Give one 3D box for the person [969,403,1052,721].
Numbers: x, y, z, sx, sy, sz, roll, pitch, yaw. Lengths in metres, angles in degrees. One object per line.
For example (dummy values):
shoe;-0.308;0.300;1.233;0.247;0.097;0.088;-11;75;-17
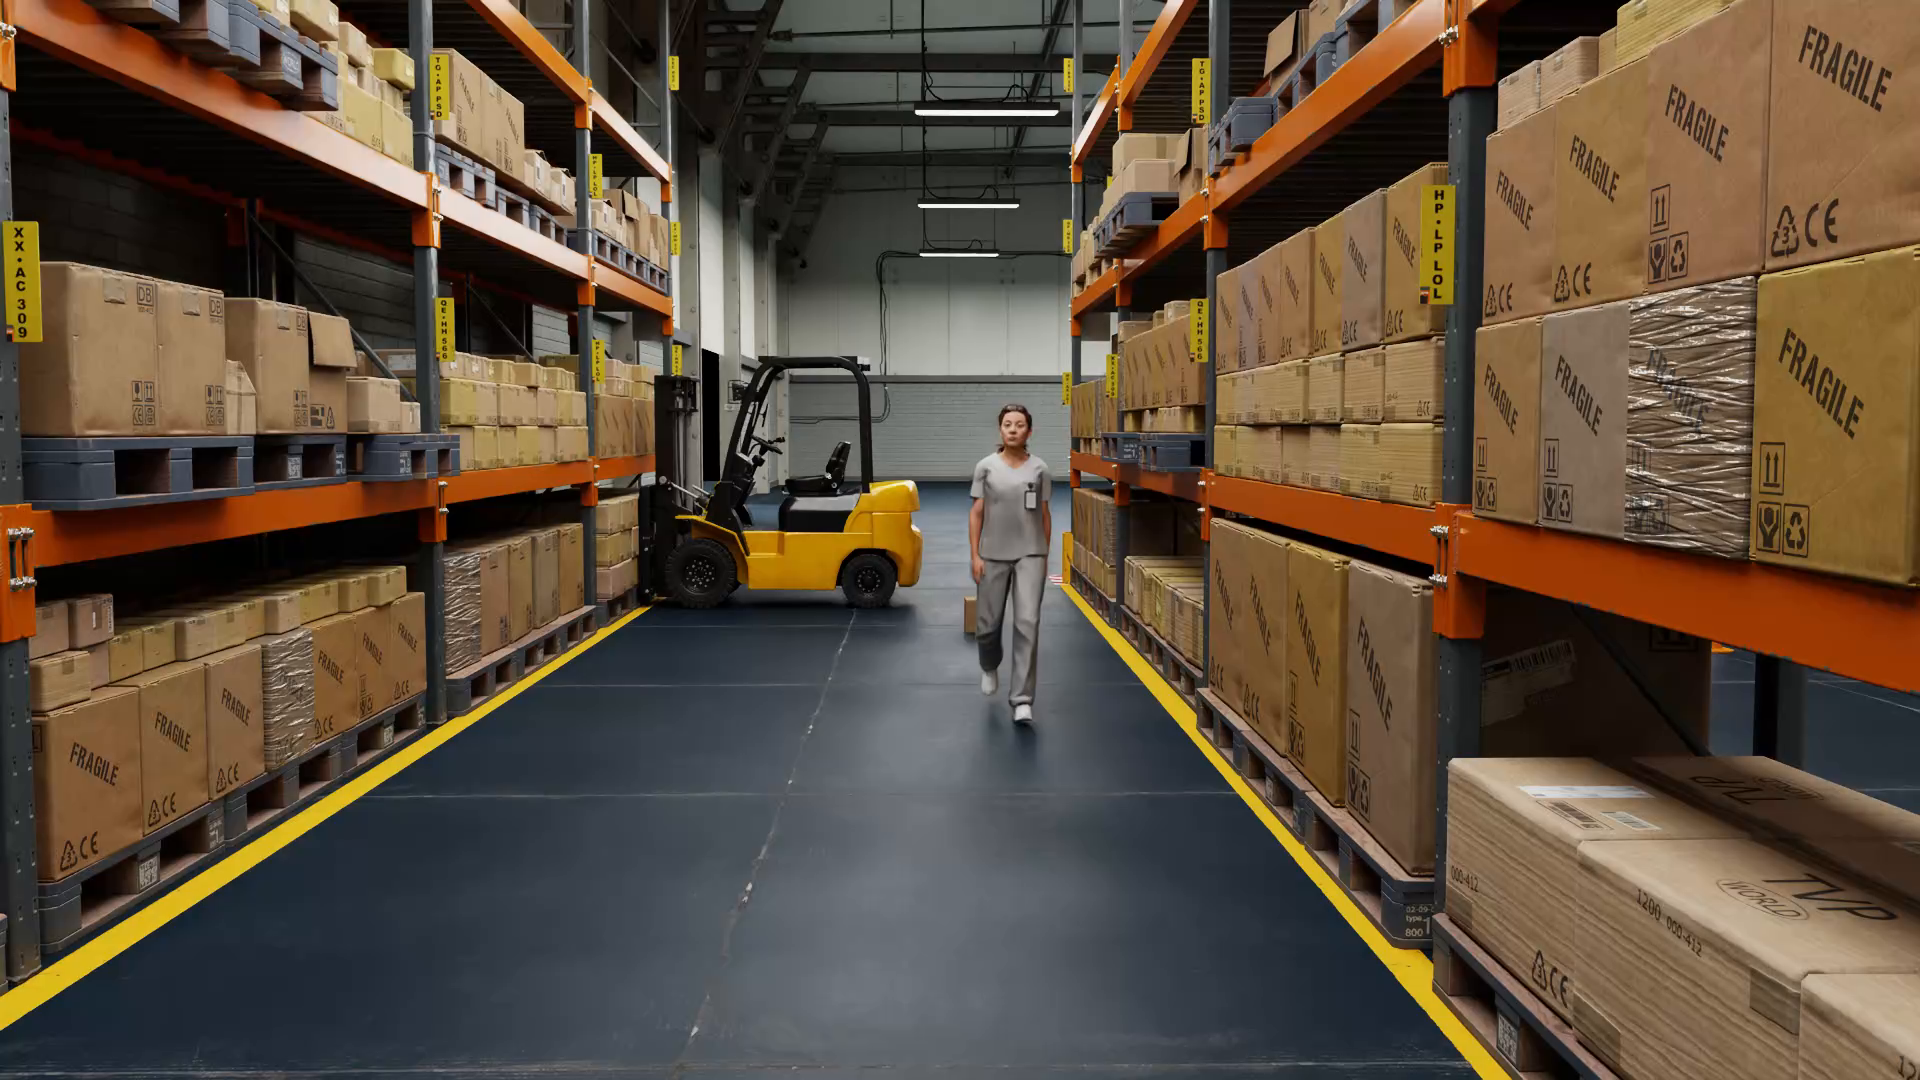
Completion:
person;0.269;0.100;8.846;0.445;1.646;0.783;0;4;0
